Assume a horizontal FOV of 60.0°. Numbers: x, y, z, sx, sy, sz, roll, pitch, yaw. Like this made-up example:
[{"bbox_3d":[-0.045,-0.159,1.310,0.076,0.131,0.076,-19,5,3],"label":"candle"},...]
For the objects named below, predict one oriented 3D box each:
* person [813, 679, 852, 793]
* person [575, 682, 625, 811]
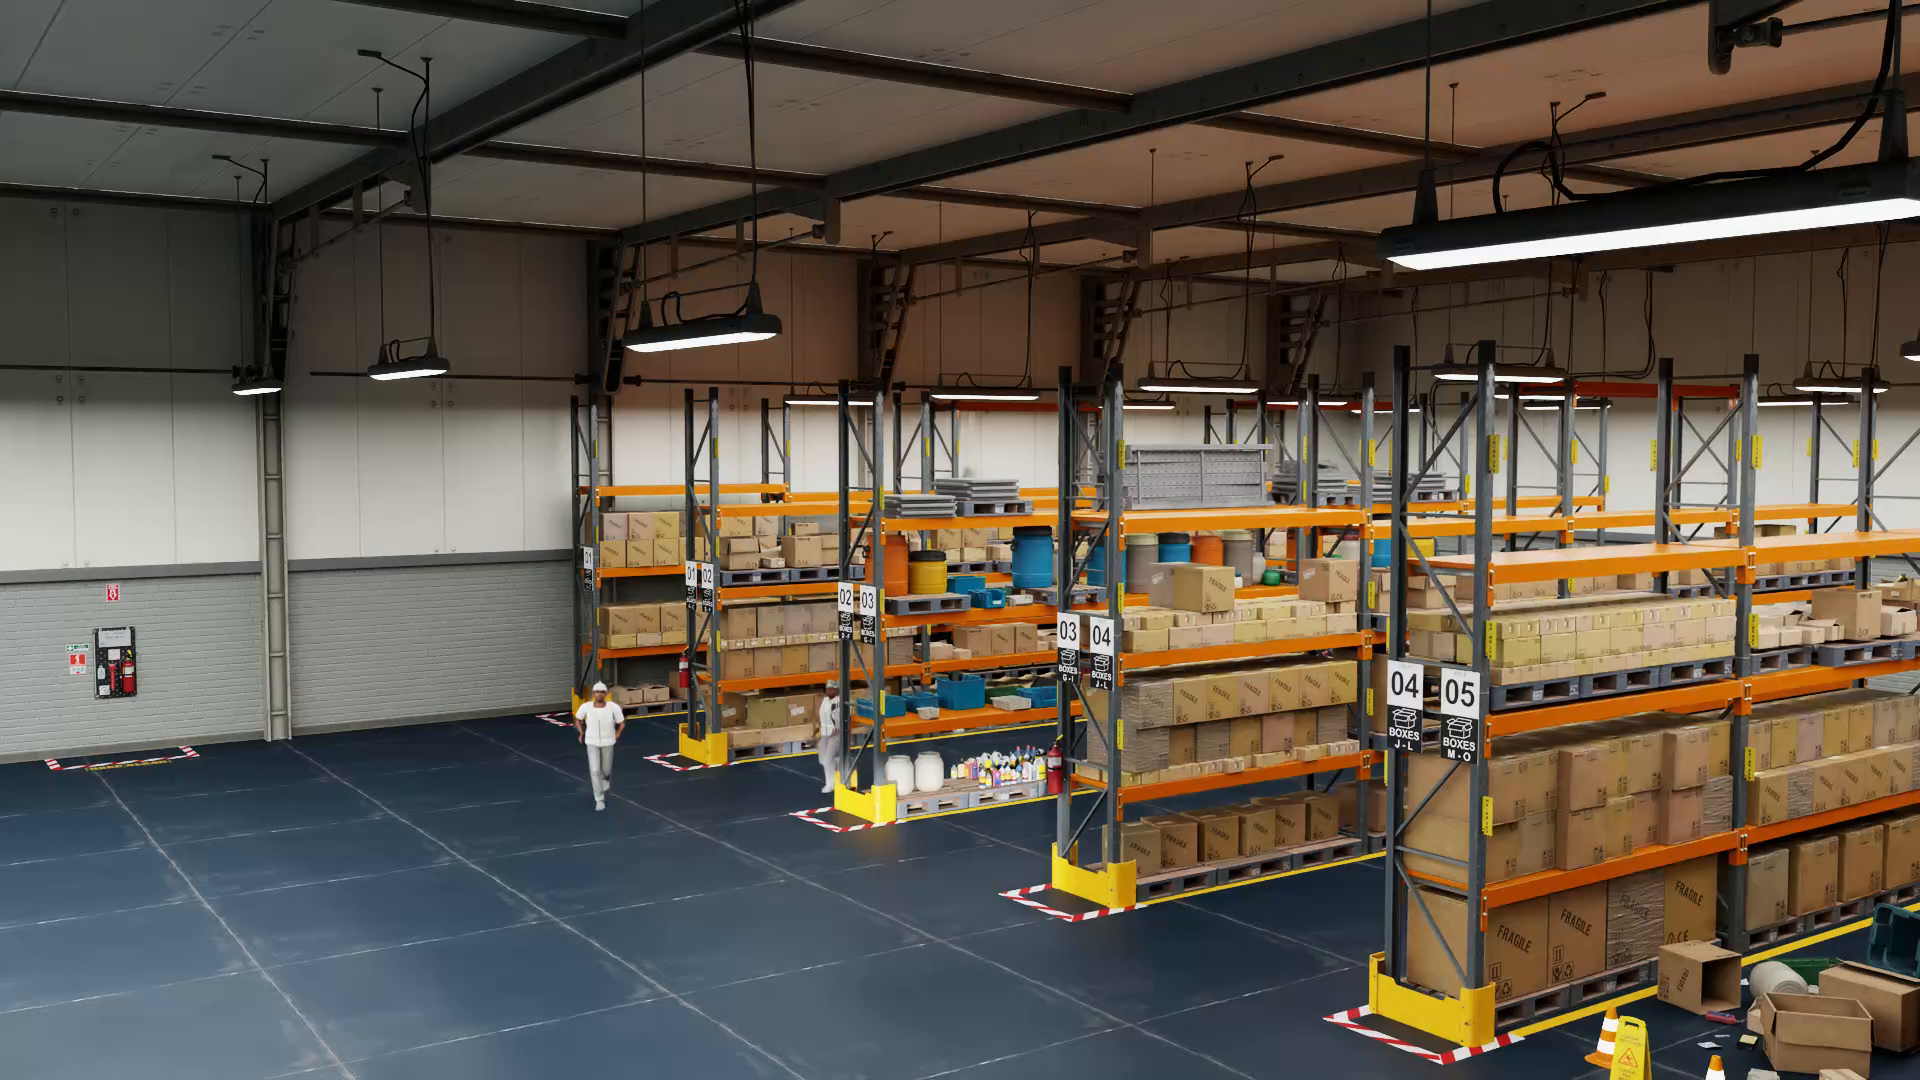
[{"bbox_3d":[-1.839,2.876,24.572,0.576,1.673,0.596,3,4,38],"label":"person"},{"bbox_3d":[-5.091,2.885,23.522,0.700,1.761,0.872,-1,4,-12],"label":"person"}]
